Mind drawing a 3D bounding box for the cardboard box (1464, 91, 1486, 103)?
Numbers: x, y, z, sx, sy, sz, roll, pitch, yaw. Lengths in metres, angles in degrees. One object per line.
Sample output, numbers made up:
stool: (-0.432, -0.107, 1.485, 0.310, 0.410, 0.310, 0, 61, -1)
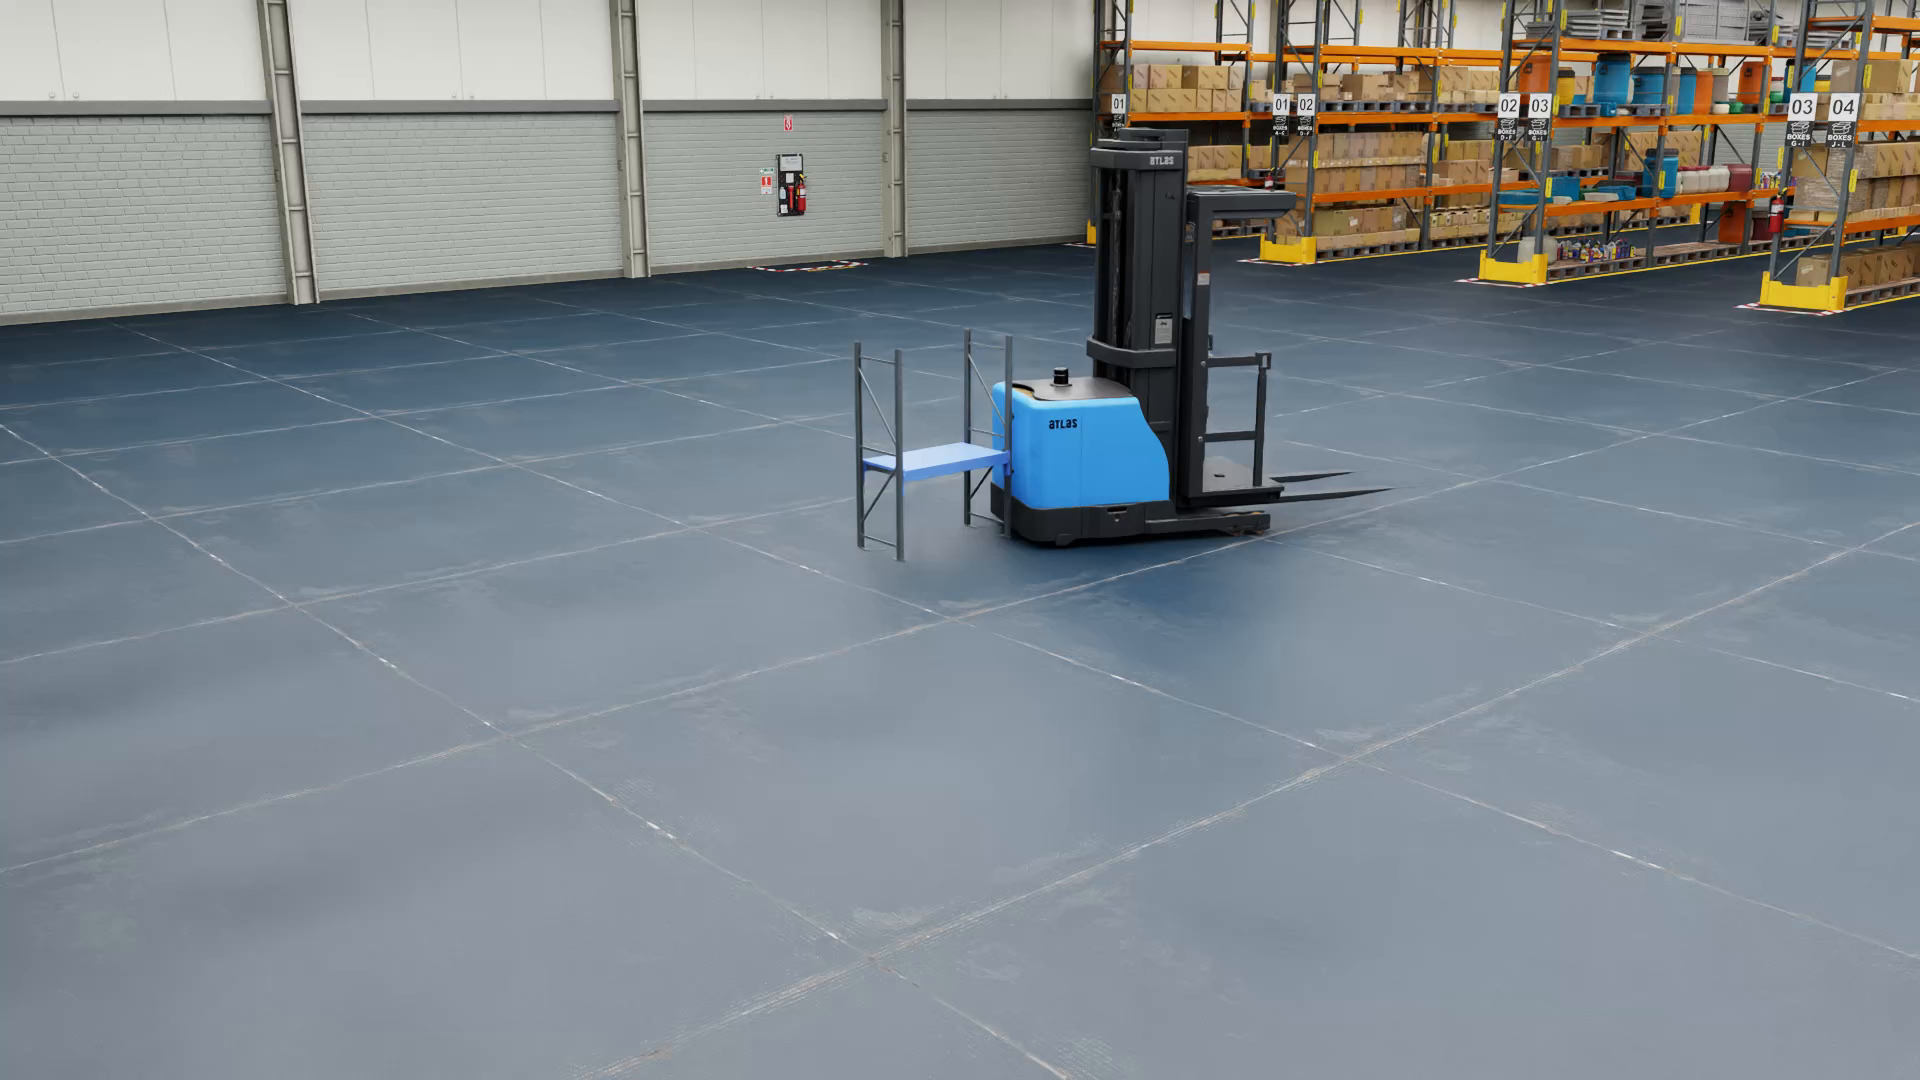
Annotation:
cardboard box: (11.006, -9.562, 35.901, 0.500, 0.250, 0.500, 14, 20, 42)

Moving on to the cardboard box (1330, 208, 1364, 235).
cardboard box: (7.802, -6.450, 33.645, 0.500, 0.500, 0.500, -13, 19, -39)

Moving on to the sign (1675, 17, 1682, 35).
sign: (13.125, -9.394, 30.388, 0.005, 0.325, 0.100, -13, 19, -39)

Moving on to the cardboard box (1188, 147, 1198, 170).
cardboard box: (4.964, -8.537, 37.196, 0.500, 0.500, 0.500, -12, 19, -38)

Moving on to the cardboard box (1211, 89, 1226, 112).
cardboard box: (5.661, -9.925, 37.549, 0.500, 0.500, 0.500, 14, 20, 42)

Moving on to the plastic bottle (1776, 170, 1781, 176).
plastic bottle: (17.297, -7.638, 35.128, 0.185, 0.351, 0.144, -13, 19, -39)

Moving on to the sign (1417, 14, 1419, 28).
sign: (11.959, -13.528, 43.342, 0.005, 0.325, 0.100, -13, 19, -39)

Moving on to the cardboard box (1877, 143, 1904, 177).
cardboard box: (14.358, -5.948, 25.996, 0.500, 0.500, 0.500, -13, 19, -39)

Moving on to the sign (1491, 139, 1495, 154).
sign: (12.178, -8.974, 37.942, 0.005, 0.325, 0.100, -13, 19, -39)

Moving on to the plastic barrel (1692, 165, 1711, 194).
plastic barrel: (14.518, -7.089, 32.712, 0.433, 0.535, 0.433, 0, 15, 0)

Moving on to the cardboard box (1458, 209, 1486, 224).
cardboard box: (11.158, -7.098, 36.440, 0.500, 0.311, 0.500, -12, 19, -38)

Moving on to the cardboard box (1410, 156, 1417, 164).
cardboard box: (9.272, -7.903, 34.575, 0.250, 0.149, 0.380, -13, 20, -41)

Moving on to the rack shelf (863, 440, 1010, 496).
rack shelf: (-0.183, -0.528, 12.018, 1.000, 0.185, 0.538, -12, 19, -39)

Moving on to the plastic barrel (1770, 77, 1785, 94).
plastic barrel: (17.029, -9.431, 34.855, 0.433, 0.535, 0.433, 0, 15, 0)

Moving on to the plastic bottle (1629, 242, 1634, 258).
plastic bottle: (12.626, -5.460, 31.291, 0.133, 0.283, 0.061, -11, 19, -37)

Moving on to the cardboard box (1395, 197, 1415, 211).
cardboard box: (11.231, -8.868, 42.987, 0.750, 0.750, 0.750, -12, 19, -38)

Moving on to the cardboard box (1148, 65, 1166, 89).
cardboard box: (4.113, -10.040, 36.043, 0.500, 0.500, 0.500, -13, 20, -40)

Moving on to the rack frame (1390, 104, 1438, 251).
rack frame: (9.524, -7.671, 35.155, 0.127, 3.000, 1.000, -13, 19, -39)

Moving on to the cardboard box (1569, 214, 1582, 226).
cardboard box: (14.236, -7.638, 39.024, 0.500, 0.500, 0.500, -14, 20, -41)

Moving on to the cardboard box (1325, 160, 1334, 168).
cardboard box: (7.141, -7.425, 32.783, 0.250, 0.149, 0.380, -13, 20, -41)

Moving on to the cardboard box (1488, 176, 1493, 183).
cardboard box: (11.616, -8.000, 36.875, 0.250, 0.149, 0.380, -11, 18, -35)

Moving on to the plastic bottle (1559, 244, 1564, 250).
plastic bottle: (11.166, -5.382, 31.013, 0.135, 0.276, 0.152, -13, 20, -41)

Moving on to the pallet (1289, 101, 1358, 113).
pallet: (7.057, -8.514, 32.672, 1.213, 0.211, 1.003, -13, 19, -39)

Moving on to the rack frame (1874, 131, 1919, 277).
rack frame: (16.024, -5.742, 27.933, 0.127, 3.000, 1.000, -13, 19, -39)

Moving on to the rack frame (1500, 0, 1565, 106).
rack frame: (9.755, -8.927, 28.232, 0.127, 3.000, 1.000, -13, 19, -39)

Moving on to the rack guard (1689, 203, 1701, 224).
rack guard: (18.519, -8.483, 43.040, 0.348, 0.500, 1.175, -13, 19, -39)

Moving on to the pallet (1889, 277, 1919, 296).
pallet: (15.540, -4.274, 27.841, 1.213, 0.211, 1.003, -13, 19, -39)

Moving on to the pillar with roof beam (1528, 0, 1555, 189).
pillar with roof beam: (19.617, -13.354, 44.805, 0.400, 9.000, 9.100, -13, 19, -39)

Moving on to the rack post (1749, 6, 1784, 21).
rack post: (16.314, -10.682, 33.804, 0.986, 0.289, 0.624, -13, 19, -39)

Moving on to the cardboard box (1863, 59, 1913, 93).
cardboard box: (14.304, -7.146, 25.638, 0.500, 0.500, 0.500, -13, 20, -40)

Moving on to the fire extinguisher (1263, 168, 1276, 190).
fire extinguisher: (6.112, -7.026, 32.892, 0.183, 0.674, 0.296, -13, 19, -39)

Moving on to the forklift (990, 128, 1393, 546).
forklift: (1.810, -1.570, 12.448, 3.031, 2.935, 1.130, -4, 16, -16)

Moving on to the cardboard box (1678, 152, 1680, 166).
cardboard box: (17.648, -9.451, 41.626, 0.500, 0.500, 0.500, -12, 19, -39)

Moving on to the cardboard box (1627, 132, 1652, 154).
cardboard box: (16.488, -9.670, 40.508, 0.500, 0.500, 0.500, -13, 20, -41)

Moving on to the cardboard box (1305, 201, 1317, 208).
cardboard box: (8.313, -8.120, 40.829, 0.500, 0.500, 0.700, -13, 20, -39)

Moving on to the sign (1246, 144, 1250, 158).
sign: (6.631, -8.949, 38.261, 0.005, 0.325, 0.100, -13, 19, -39)

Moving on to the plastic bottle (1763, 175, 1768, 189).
plastic bottle: (16.607, -7.384, 34.309, 0.133, 0.283, 0.061, -13, 19, -39)

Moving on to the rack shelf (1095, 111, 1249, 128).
rack shelf: (4.761, -9.397, 37.201, 4.000, 0.370, 1.077, -13, 19, -39)

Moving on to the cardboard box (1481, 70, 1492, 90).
cardboard box: (13.779, -12.219, 44.201, 0.500, 0.500, 0.500, -12, 19, -39)

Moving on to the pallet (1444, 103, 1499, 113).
pallet: (11.246, -9.384, 36.122, 1.213, 0.211, 1.003, -12, 19, -37)

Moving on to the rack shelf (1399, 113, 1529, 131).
rack shelf: (11.033, -9.111, 36.129, 4.000, 0.370, 1.077, -13, 19, -39)

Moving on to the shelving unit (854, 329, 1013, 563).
shelving unit: (-0.183, -0.702, 11.972, 1.048, 1.500, 0.538, -12, 19, -39)

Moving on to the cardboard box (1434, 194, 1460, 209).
cardboard box: (12.936, -9.092, 44.505, 0.500, 0.500, 0.700, -12, 19, -39)

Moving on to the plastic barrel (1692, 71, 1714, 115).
plastic barrel: (14.535, -8.833, 32.860, 0.708, 0.830, 0.600, -13, 19, -39)

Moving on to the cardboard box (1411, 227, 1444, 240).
cardboard box: (9.991, -6.565, 35.531, 0.500, 0.250, 0.500, -13, 20, -41)

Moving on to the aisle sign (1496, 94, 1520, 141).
aisle sign: (9.506, -7.330, 28.841, 0.004, 0.787, 0.394, -13, 19, -39)

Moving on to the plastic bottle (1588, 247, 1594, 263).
plastic bottle: (11.510, -5.210, 30.353, 0.133, 0.283, 0.061, -12, 19, -38)

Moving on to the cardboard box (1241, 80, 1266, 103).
cardboard box: (6.734, -10.412, 38.598, 0.500, 0.500, 0.500, -9, 18, -32)

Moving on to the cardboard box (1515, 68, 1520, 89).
cardboard box: (12.875, -10.402, 37.435, 0.500, 0.500, 0.500, -13, 19, -39)

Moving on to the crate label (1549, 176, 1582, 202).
crate label: (10.966, -6.410, 30.366, 0.616, 0.435, 0.502, -13, 19, -39)

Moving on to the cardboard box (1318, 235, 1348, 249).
cardboard box: (7.432, -6.001, 33.417, 0.500, 0.250, 0.500, -13, 19, -39)

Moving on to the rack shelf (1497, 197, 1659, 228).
rack shelf: (11.264, -6.020, 30.367, 4.000, 0.370, 1.077, -13, 19, -39)

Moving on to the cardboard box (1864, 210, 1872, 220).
cardboard box: (13.953, -5.069, 25.901, 0.250, 0.149, 0.380, -13, 19, -39)

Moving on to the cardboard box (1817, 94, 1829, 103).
cardboard box: (13.011, -6.741, 25.380, 0.250, 0.149, 0.380, -13, 19, -39)

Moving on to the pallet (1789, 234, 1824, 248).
pallet: (18.198, -6.591, 36.517, 1.213, 0.211, 1.003, -13, 19, -39)
